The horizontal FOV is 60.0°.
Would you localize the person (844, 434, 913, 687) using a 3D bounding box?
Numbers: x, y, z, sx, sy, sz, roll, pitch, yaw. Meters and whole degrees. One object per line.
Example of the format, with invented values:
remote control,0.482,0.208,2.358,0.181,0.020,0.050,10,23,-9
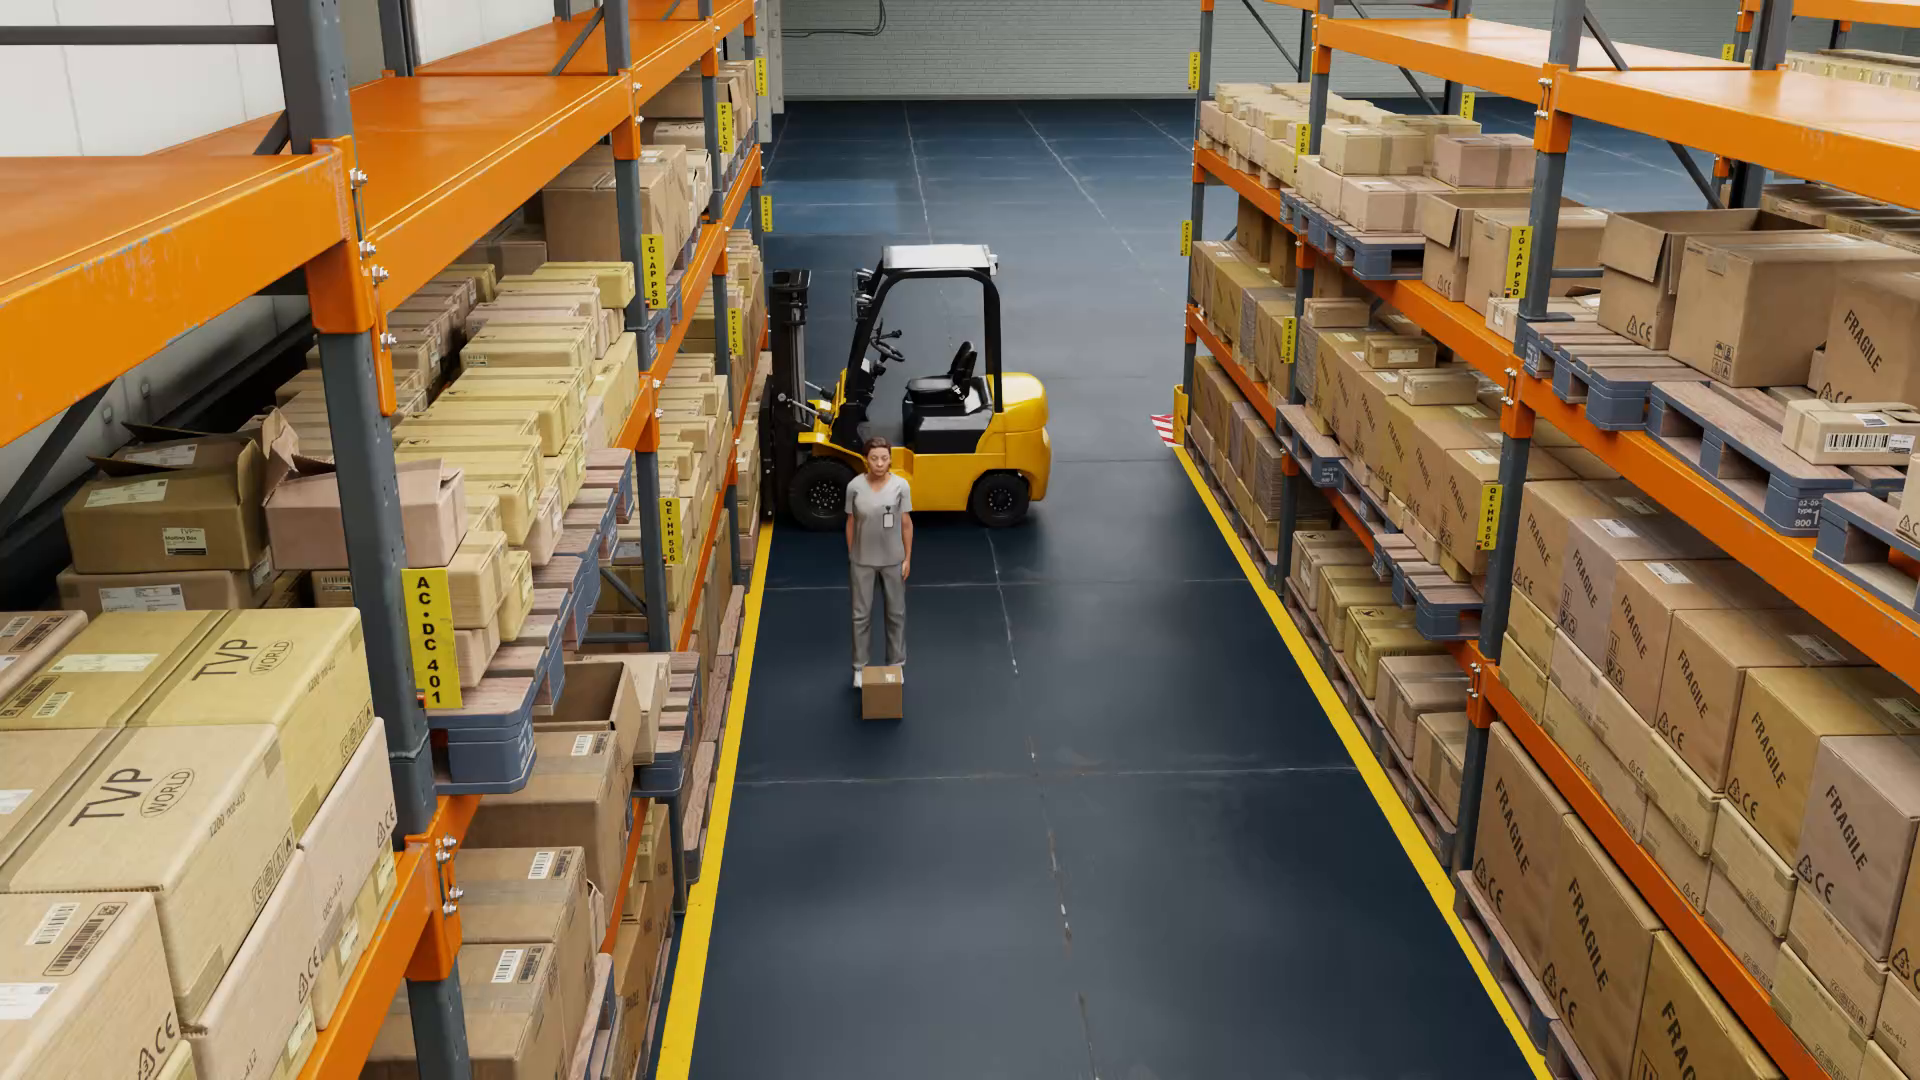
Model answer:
person,-0.520,0.133,10.736,0.437,1.670,0.365,-1,20,-2
